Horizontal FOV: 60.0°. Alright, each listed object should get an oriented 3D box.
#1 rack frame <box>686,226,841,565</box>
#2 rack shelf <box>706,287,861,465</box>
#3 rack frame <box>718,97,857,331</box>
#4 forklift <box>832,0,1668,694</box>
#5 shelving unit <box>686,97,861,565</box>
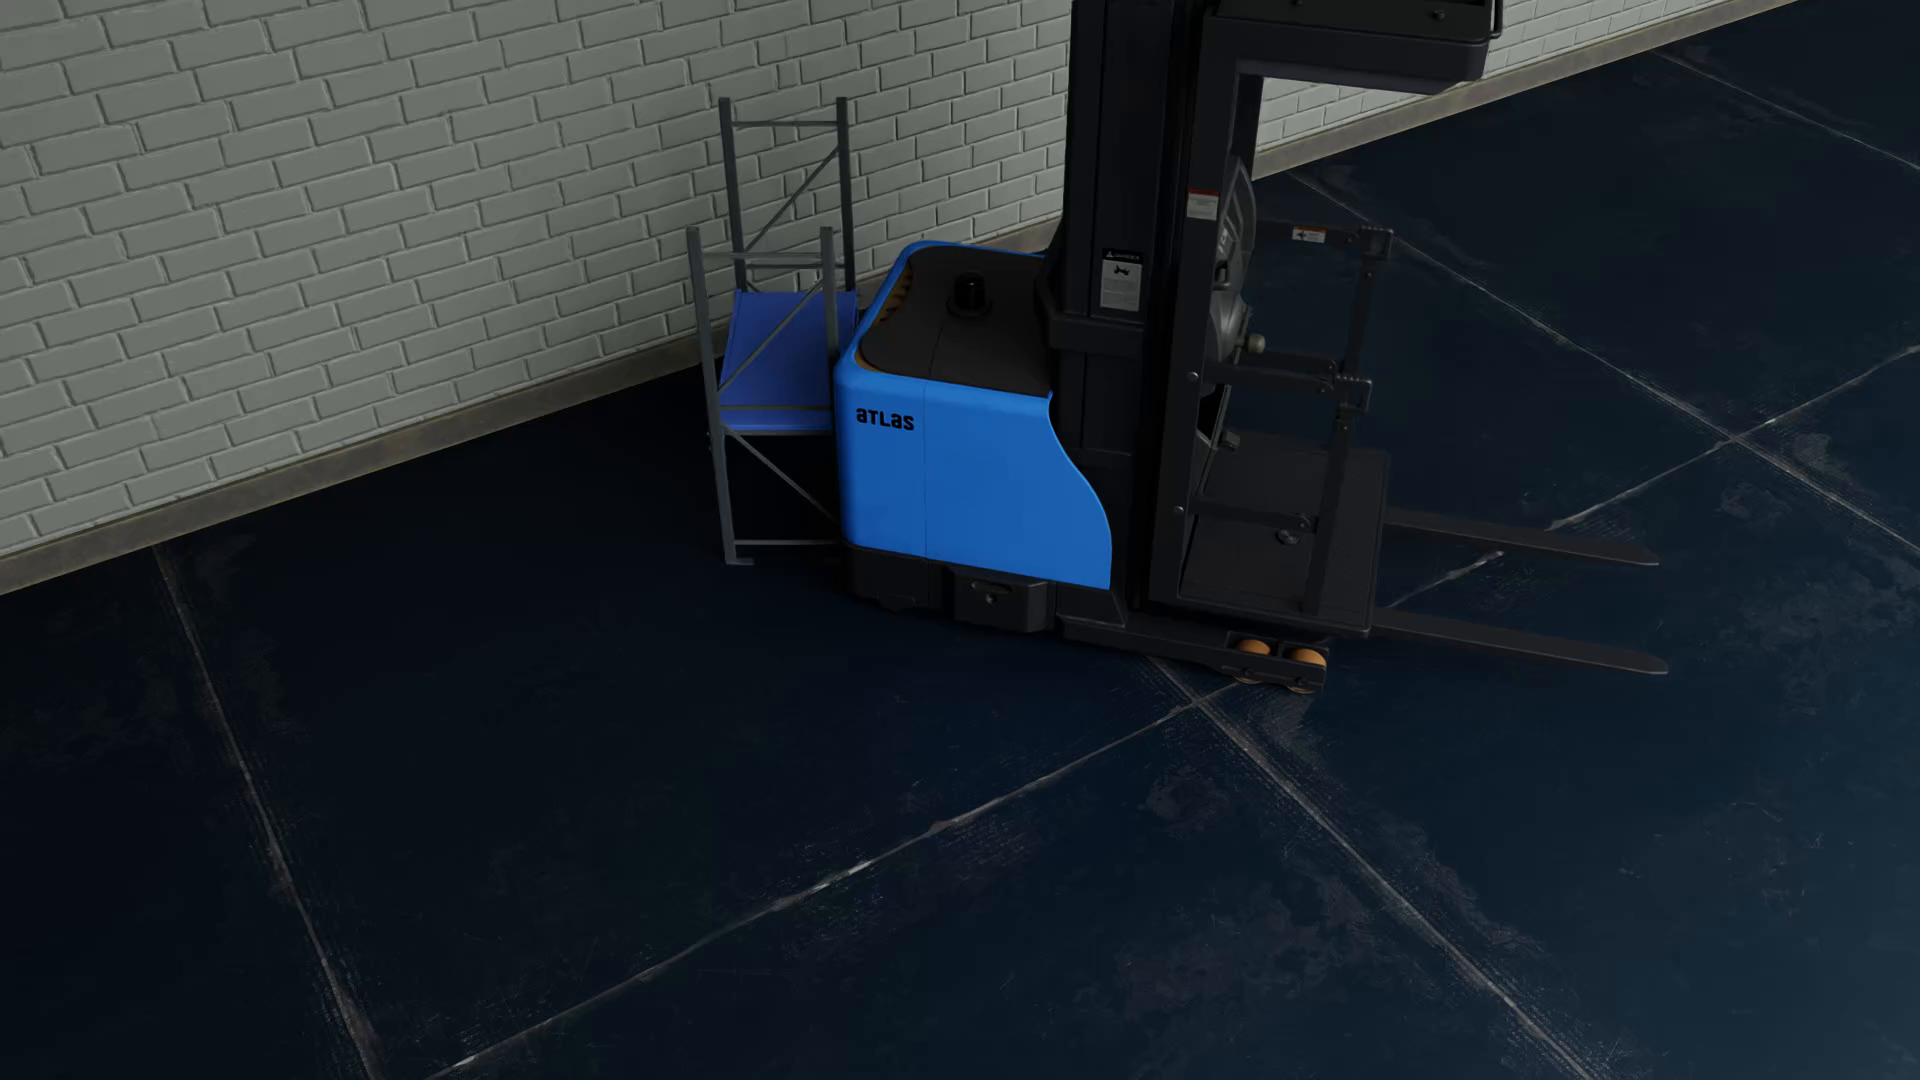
[{"bbox_3d":[-0.685,-0.488,6.164,0.500,1.500,0.032,0,40,0],"label":"rack frame"},{"bbox_3d":[-0.687,-0.675,6.670,0.538,0.185,1.000,0,40,0],"label":"rack shelf"},{"bbox_3d":[-0.689,-1.139,6.945,0.500,1.500,0.032,0,40,0],"label":"rack frame"},{"bbox_3d":[1.112,-0.945,5.594,3.031,2.935,1.130,10,41,12],"label":"forklift"},{"bbox_3d":[-0.687,-0.814,6.555,0.538,1.500,1.048,0,40,0],"label":"shelving unit"}]
